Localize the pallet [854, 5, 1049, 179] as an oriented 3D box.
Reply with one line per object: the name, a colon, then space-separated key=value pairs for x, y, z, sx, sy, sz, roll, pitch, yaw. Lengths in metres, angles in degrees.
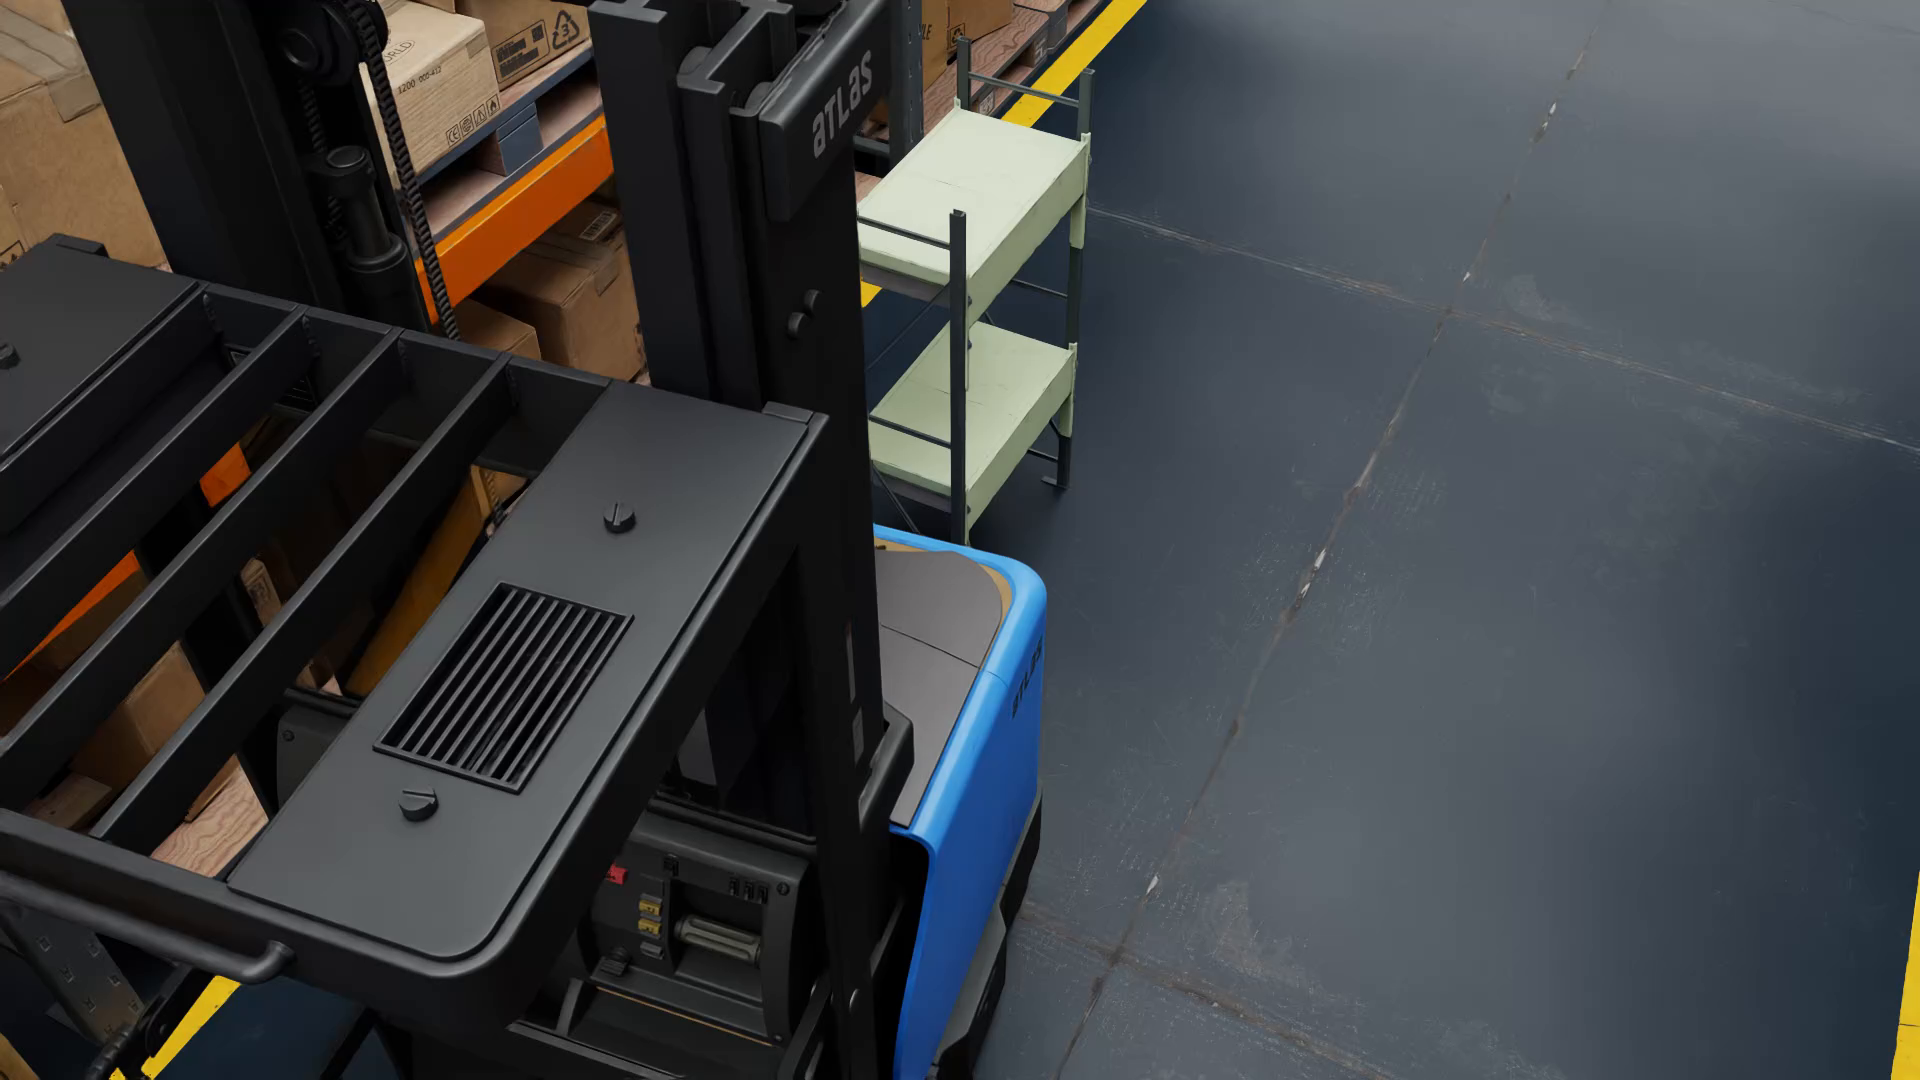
pallet: x=-0.326 y=-1.988 z=7.067 sx=1.003 sy=0.211 sz=1.213 roll=20 pitch=49 yaw=19

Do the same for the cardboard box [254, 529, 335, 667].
cardboard box: x=-1.924 y=-0.072 z=4.661 sx=0.700 sy=0.500 sz=0.500 roll=17 pitch=48 yaw=16

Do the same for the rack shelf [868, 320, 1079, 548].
rack shelf: x=0.003 y=-0.302 z=4.953 sx=0.431 sy=0.370 sz=0.720 roll=20 pitch=49 yaw=19

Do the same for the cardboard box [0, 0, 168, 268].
cardboard box: x=-2.078 y=-0.935 z=3.699 sx=0.700 sy=0.500 sz=0.500 roll=28 pitch=51 yaw=25

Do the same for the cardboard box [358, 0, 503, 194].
cardboard box: x=-1.482 y=-1.089 z=4.027 sx=0.500 sy=0.250 sz=0.500 roll=19 pitch=48 yaw=18

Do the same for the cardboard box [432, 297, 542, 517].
cardboard box: x=-1.667 y=-0.432 z=5.016 sx=0.700 sy=0.500 sz=0.500 roll=24 pitch=50 yaw=22

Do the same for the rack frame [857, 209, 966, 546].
rack frame: x=-0.167 y=-0.301 z=4.493 sx=0.400 sy=1.500 sz=0.023 roll=20 pitch=49 yaw=19

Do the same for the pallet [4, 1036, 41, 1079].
pallet: x=-2.896 y=1.438 z=3.680 sx=1.003 sy=0.211 sz=1.213 roll=20 pitch=49 yaw=19

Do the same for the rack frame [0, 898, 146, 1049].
rack frame: x=-2.463 y=-0.014 z=3.155 sx=1.000 sy=3.000 sz=0.127 roll=20 pitch=49 yaw=19

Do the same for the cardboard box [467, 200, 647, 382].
cardboard box: x=-1.408 y=-0.783 z=5.363 sx=0.700 sy=0.500 sz=0.500 roll=17 pitch=48 yaw=16

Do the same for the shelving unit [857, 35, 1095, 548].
shelving unit: x=0.003 y=-0.531 z=4.721 sx=0.431 sy=1.500 sz=0.755 roll=20 pitch=49 yaw=19

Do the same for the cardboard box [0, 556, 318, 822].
cardboard box: x=-2.170 y=0.281 z=4.311 sx=0.700 sy=0.500 sz=0.500 roll=18 pitch=48 yaw=17

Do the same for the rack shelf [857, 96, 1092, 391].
rack shelf: x=0.003 y=-0.806 z=4.443 sx=0.431 sy=0.370 sz=0.720 roll=20 pitch=49 yaw=19

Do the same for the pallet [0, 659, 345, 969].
pallet: x=-2.099 y=0.474 z=4.633 sx=1.003 sy=0.211 sz=1.213 roll=20 pitch=49 yaw=19

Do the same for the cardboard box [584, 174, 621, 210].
cardboard box: x=-1.149 y=-1.136 z=5.712 sx=0.700 sy=0.500 sz=0.500 roll=20 pitch=49 yaw=19

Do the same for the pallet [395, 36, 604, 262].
pallet: x=-1.581 y=-1.207 z=4.469 sx=1.003 sy=0.211 sz=1.213 roll=20 pitch=49 yaw=19

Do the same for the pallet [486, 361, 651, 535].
pallet: x=-1.532 y=-0.291 z=5.389 sx=1.003 sy=0.211 sz=1.213 roll=20 pitch=49 yaw=19

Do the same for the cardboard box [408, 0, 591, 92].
cardboard box: x=-1.330 y=-1.595 z=4.350 sx=0.797 sy=0.503 sz=0.637 roll=25 pitch=51 yaw=23

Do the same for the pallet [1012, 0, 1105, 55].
pallet: x=0.239 y=-2.760 z=7.829 sx=1.003 sy=0.211 sz=1.213 roll=20 pitch=49 yaw=19

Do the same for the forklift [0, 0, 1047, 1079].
forklift: x=-0.760 y=0.658 z=2.539 sx=1.130 sy=2.935 sz=3.031 roll=14 pitch=47 yaw=13

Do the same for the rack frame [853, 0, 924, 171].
rack frame: x=-0.607 y=-2.534 z=5.645 sx=1.000 sy=3.000 sz=0.127 roll=20 pitch=49 yaw=19

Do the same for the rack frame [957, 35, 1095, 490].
rack frame: x=0.173 y=-0.762 z=4.949 sx=0.400 sy=1.500 sz=0.023 roll=20 pitch=49 yaw=19

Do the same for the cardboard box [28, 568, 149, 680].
cardboard box: x=-2.179 y=0.014 z=4.048 sx=0.500 sy=0.250 sz=0.500 roll=22 pitch=49 yaw=21

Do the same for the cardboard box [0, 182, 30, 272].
cardboard box: x=-2.248 y=-0.550 z=3.319 sx=0.500 sy=0.500 sz=0.500 roll=15 pitch=47 yaw=14

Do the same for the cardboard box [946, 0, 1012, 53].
cardboard box: x=-0.126 y=-2.405 z=6.980 sx=0.500 sy=0.500 sz=0.500 roll=-34 pitch=55 yaw=-29

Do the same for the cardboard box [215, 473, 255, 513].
cardboard box: x=-1.942 y=-0.323 z=4.381 sx=0.500 sy=0.250 sz=0.500 roll=26 pitch=51 yaw=23

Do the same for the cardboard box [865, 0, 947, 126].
cardboard box: x=-0.386 y=-2.042 z=6.621 sx=0.500 sy=0.500 sz=0.500 roll=19 pitch=48 yaw=18

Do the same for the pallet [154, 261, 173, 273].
pallet: x=-2.227 y=-0.431 z=3.702 sx=1.213 sy=0.211 sz=1.003 roll=20 pitch=49 yaw=19

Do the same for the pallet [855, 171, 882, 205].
pallet: x=-0.967 y=-1.063 z=6.152 sx=1.003 sy=0.211 sz=1.213 roll=20 pitch=49 yaw=19
